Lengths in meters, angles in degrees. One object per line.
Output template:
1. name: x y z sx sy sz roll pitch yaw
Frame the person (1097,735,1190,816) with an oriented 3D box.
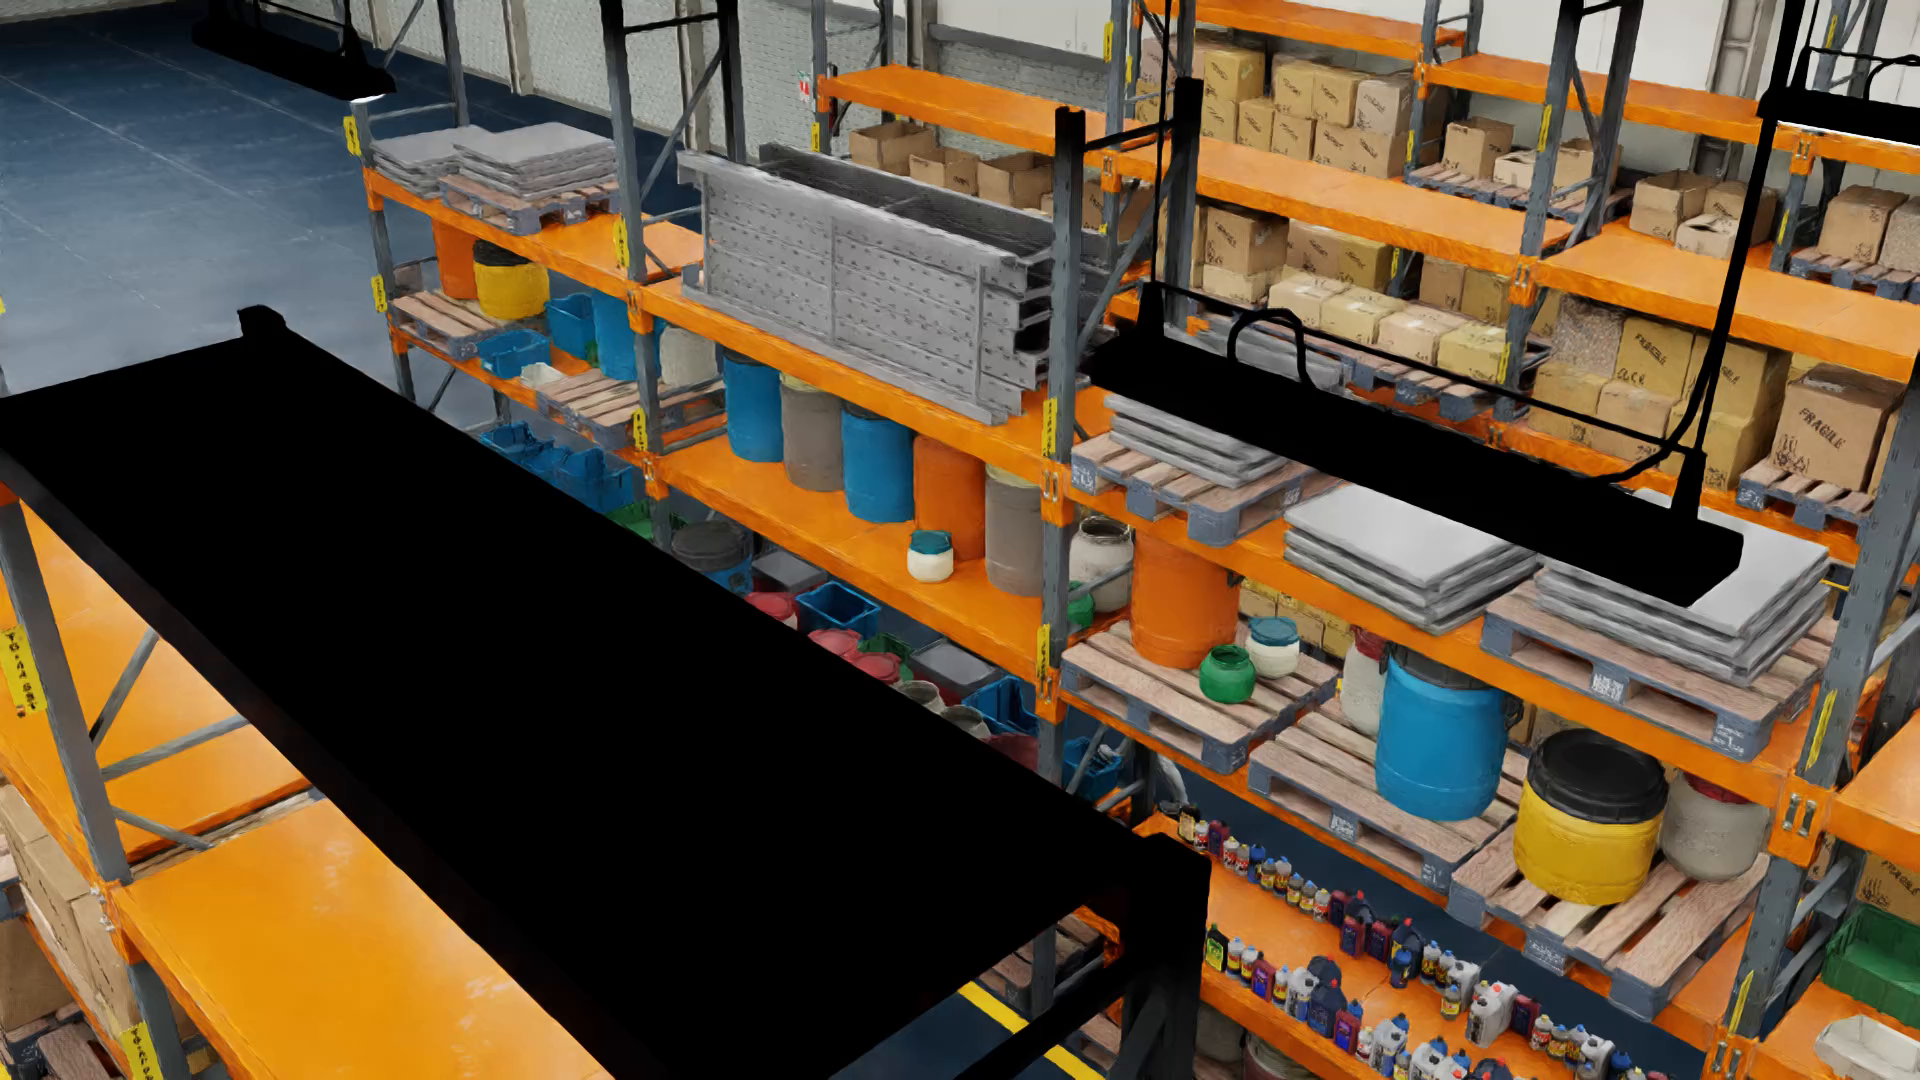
1. person: 1.398 1.271 12.778 1.043 1.578 0.488 24 37 38
